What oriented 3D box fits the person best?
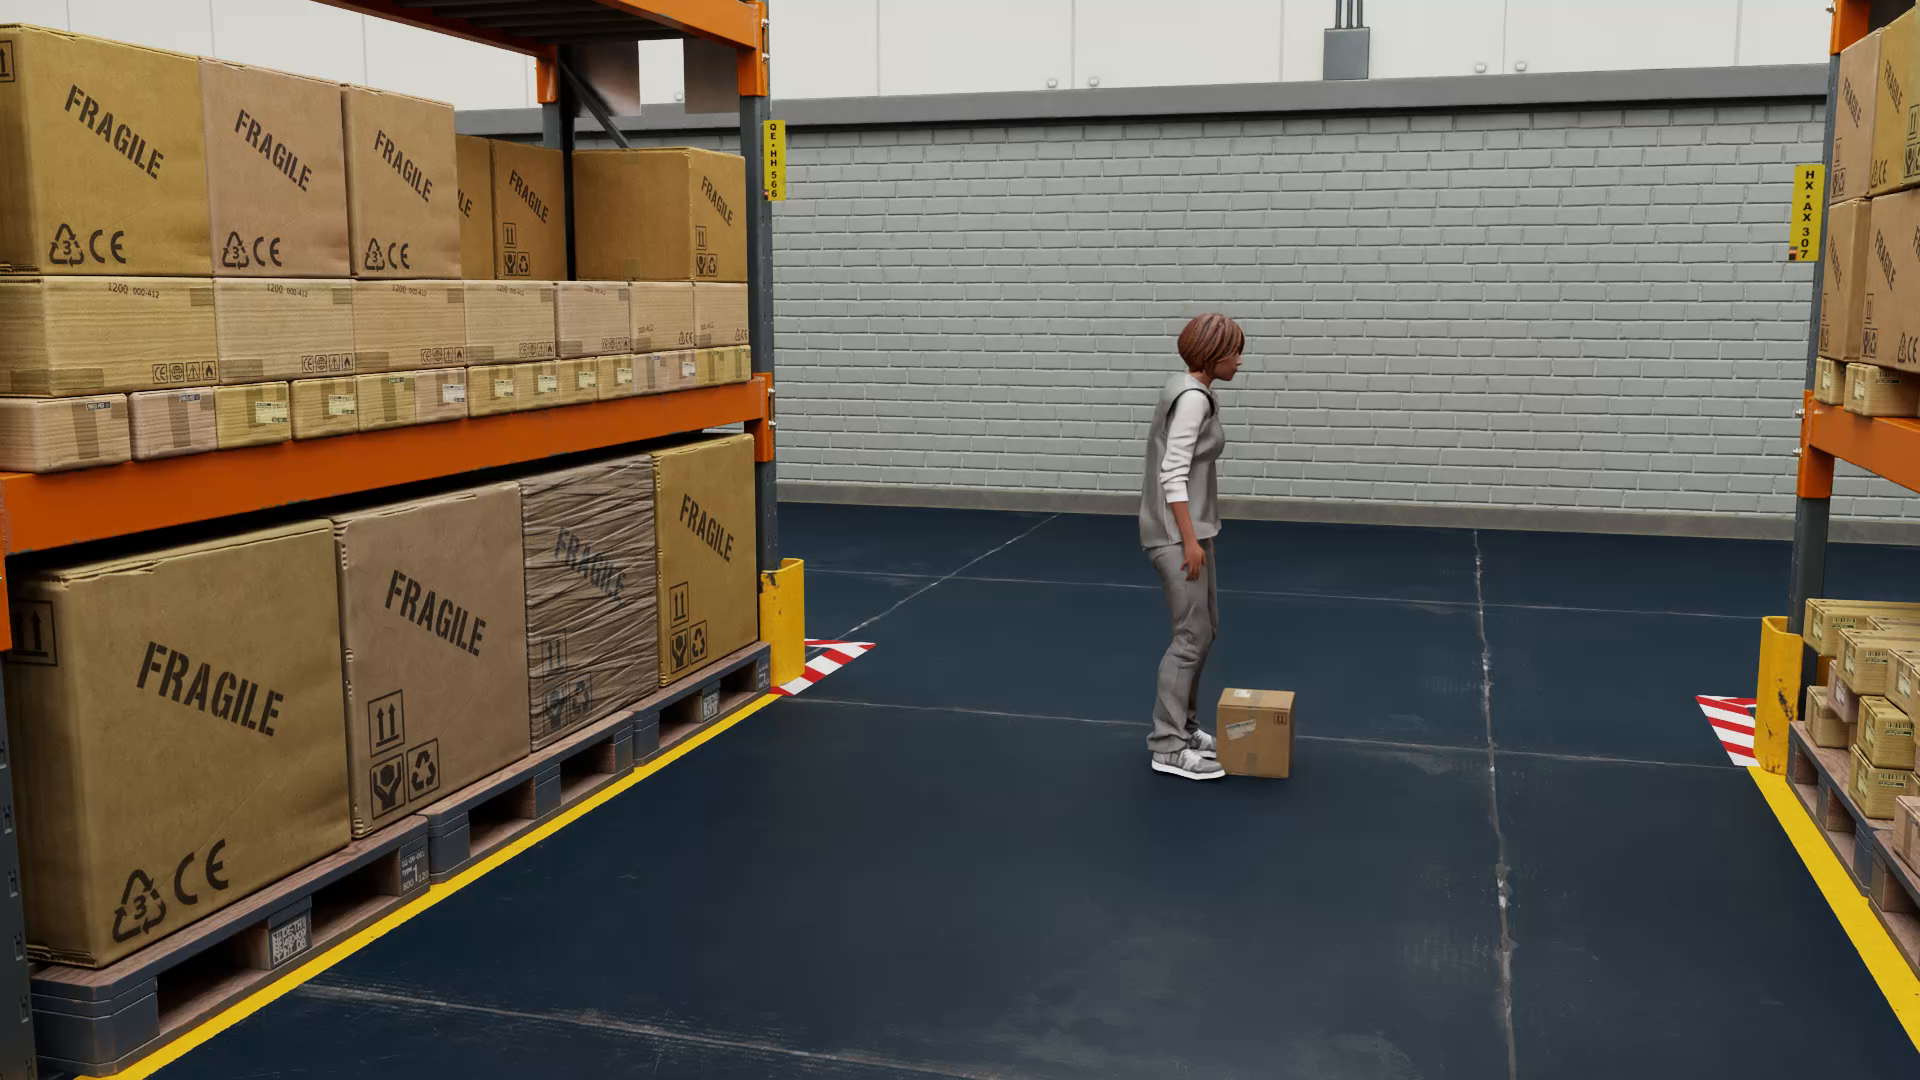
[{"bbox_3d":[0.810,0.127,5.845,0.326,1.352,0.466,2,9,14],"label":"person"}]
